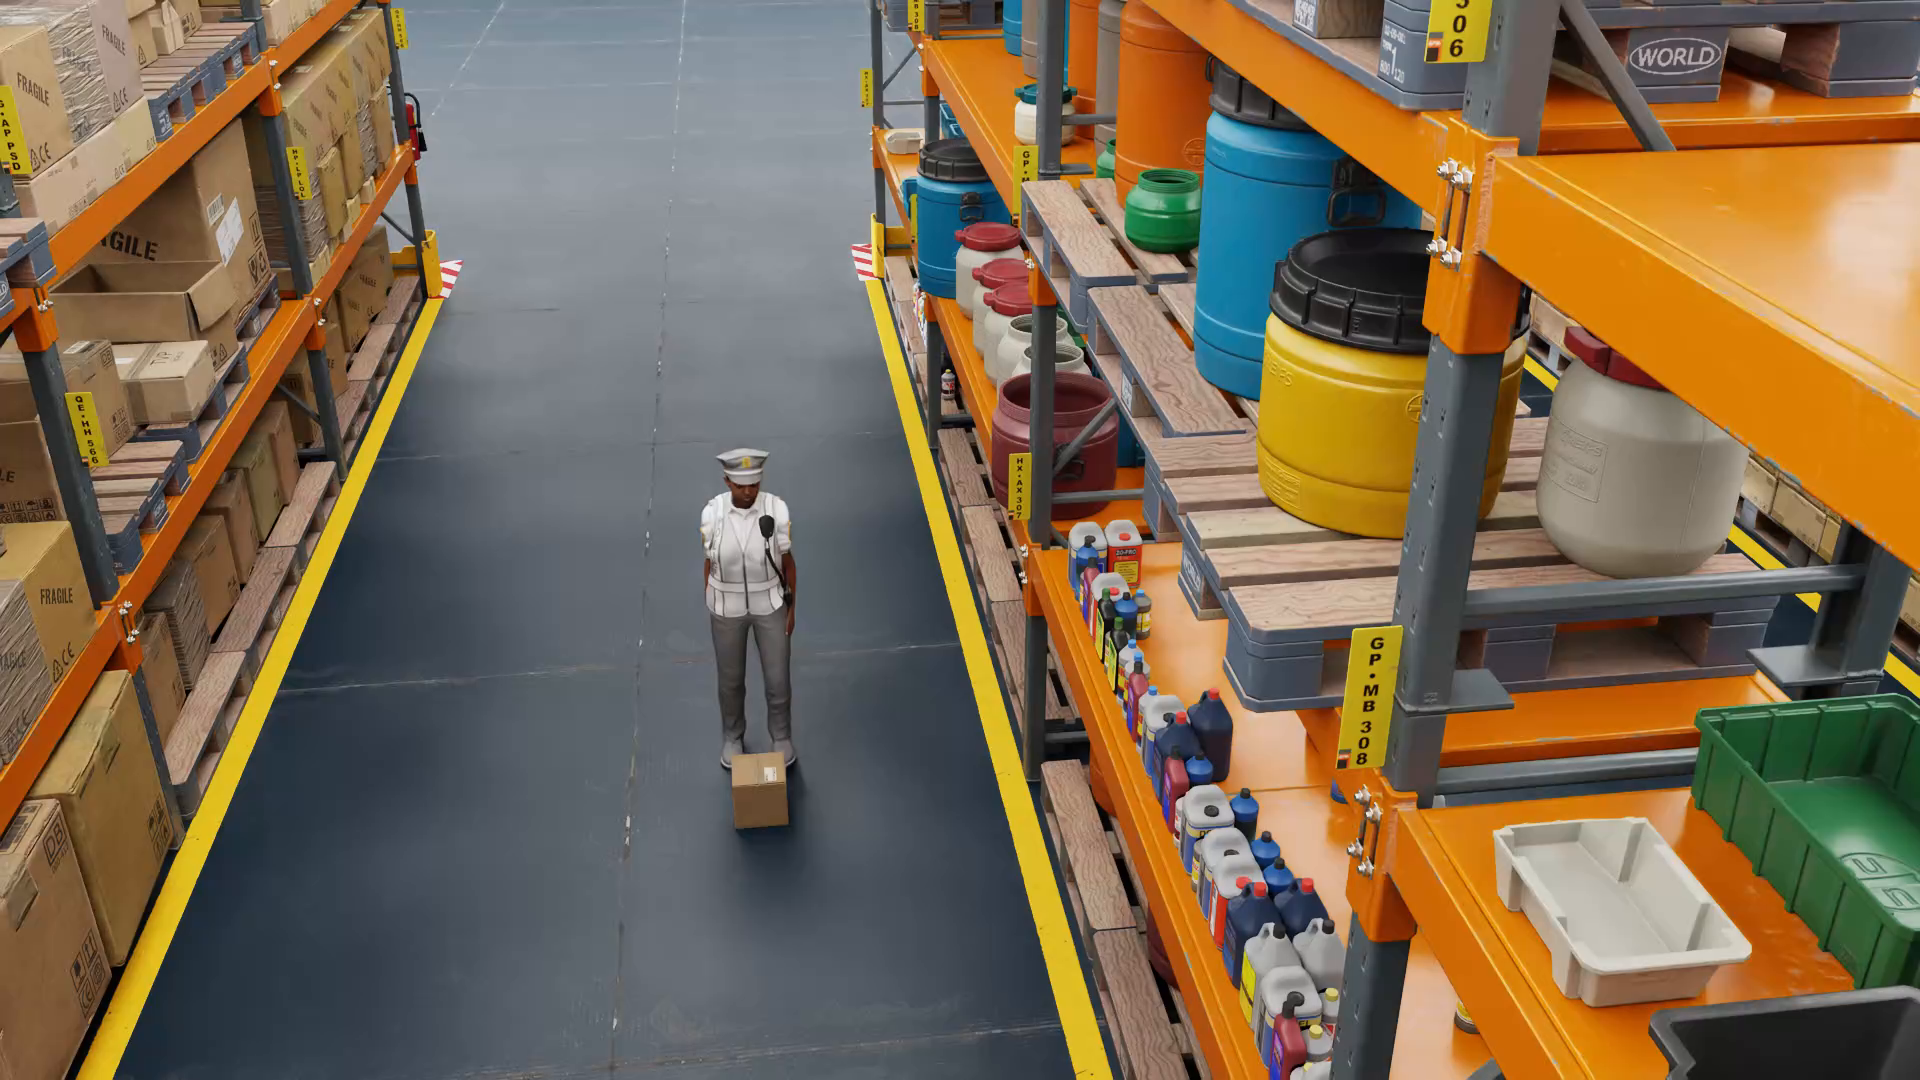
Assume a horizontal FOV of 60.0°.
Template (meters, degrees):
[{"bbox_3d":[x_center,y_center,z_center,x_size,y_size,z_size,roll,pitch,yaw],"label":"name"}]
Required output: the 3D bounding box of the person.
[{"bbox_3d":[-0.995,0.331,7.963,0.437,1.677,0.340,-3,27,-6],"label":"person"}]
